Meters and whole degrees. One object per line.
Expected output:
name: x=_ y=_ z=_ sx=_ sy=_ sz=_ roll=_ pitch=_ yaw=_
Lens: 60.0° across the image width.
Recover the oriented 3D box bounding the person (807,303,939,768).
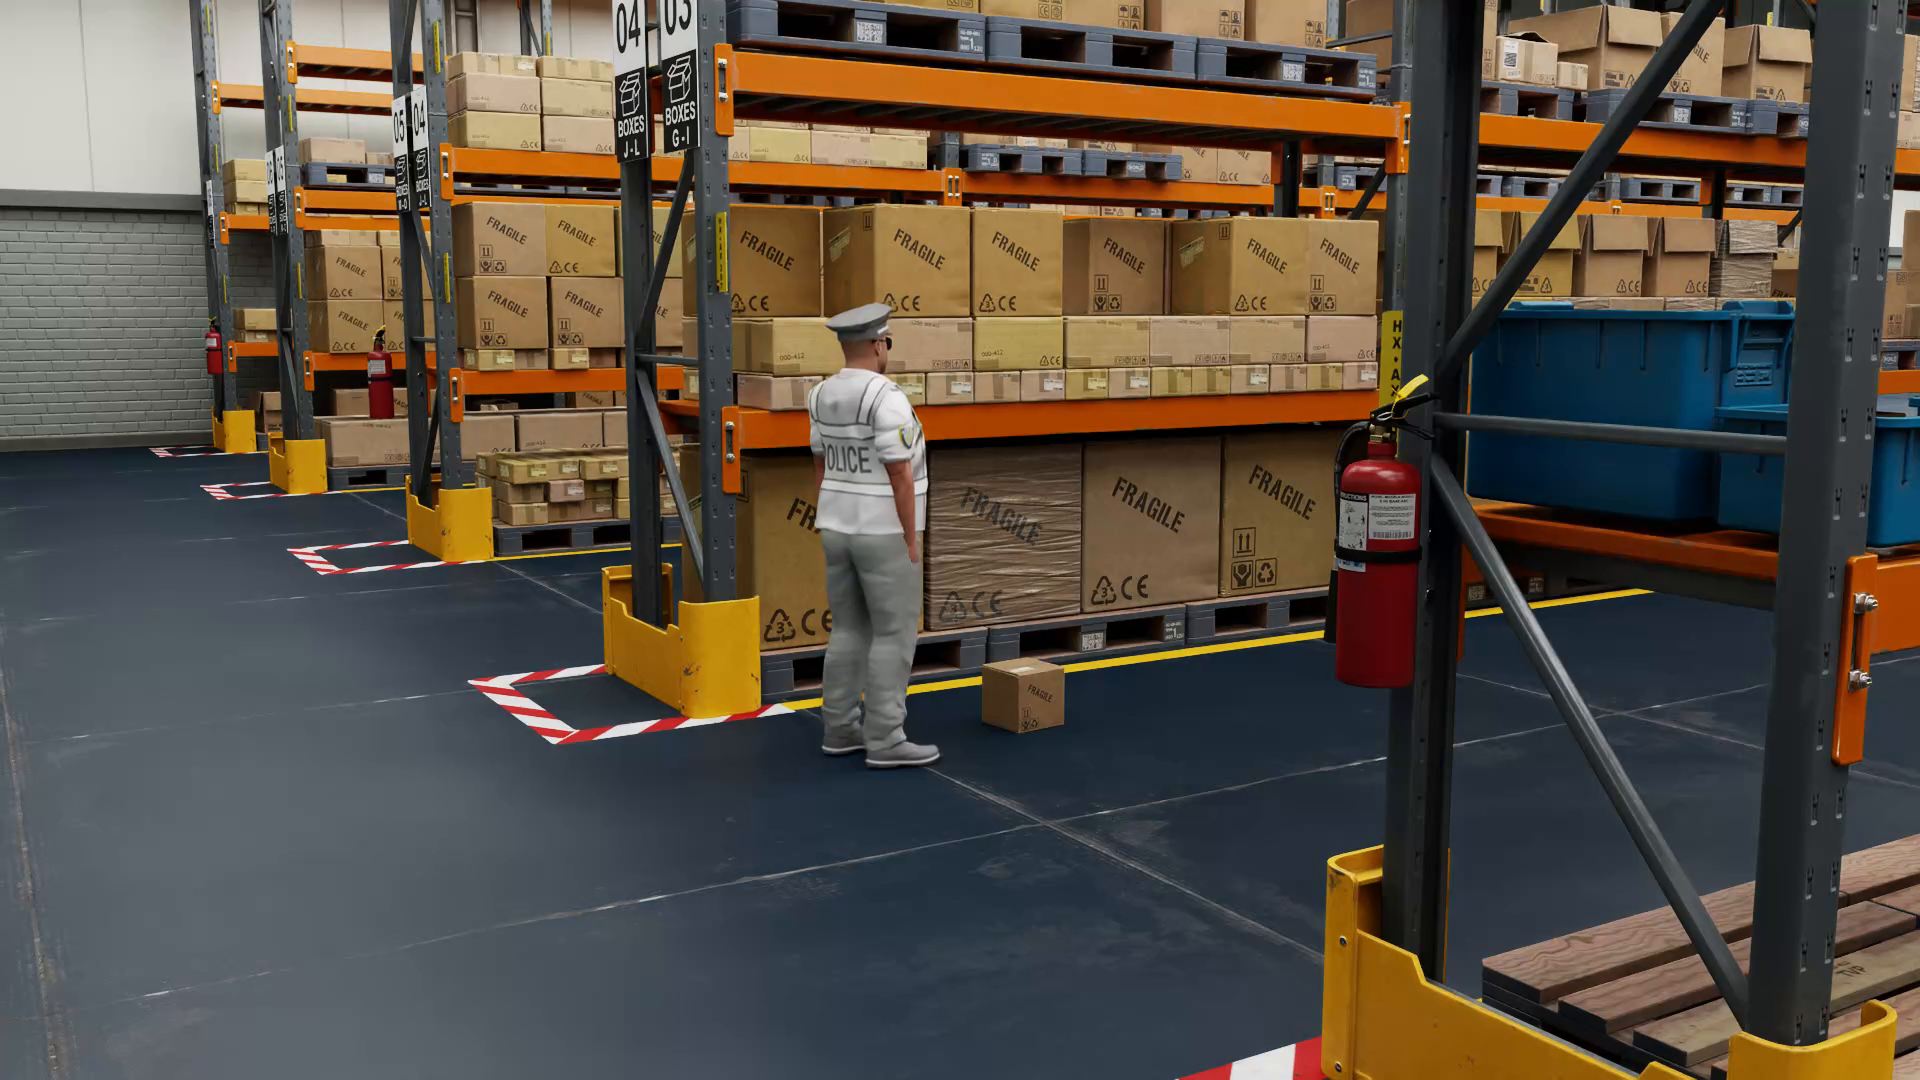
person: x=-0.343 y=-0.021 z=6.429 sx=0.395 sy=1.767 sz=0.526 roll=-8 pitch=11 yaw=-44
